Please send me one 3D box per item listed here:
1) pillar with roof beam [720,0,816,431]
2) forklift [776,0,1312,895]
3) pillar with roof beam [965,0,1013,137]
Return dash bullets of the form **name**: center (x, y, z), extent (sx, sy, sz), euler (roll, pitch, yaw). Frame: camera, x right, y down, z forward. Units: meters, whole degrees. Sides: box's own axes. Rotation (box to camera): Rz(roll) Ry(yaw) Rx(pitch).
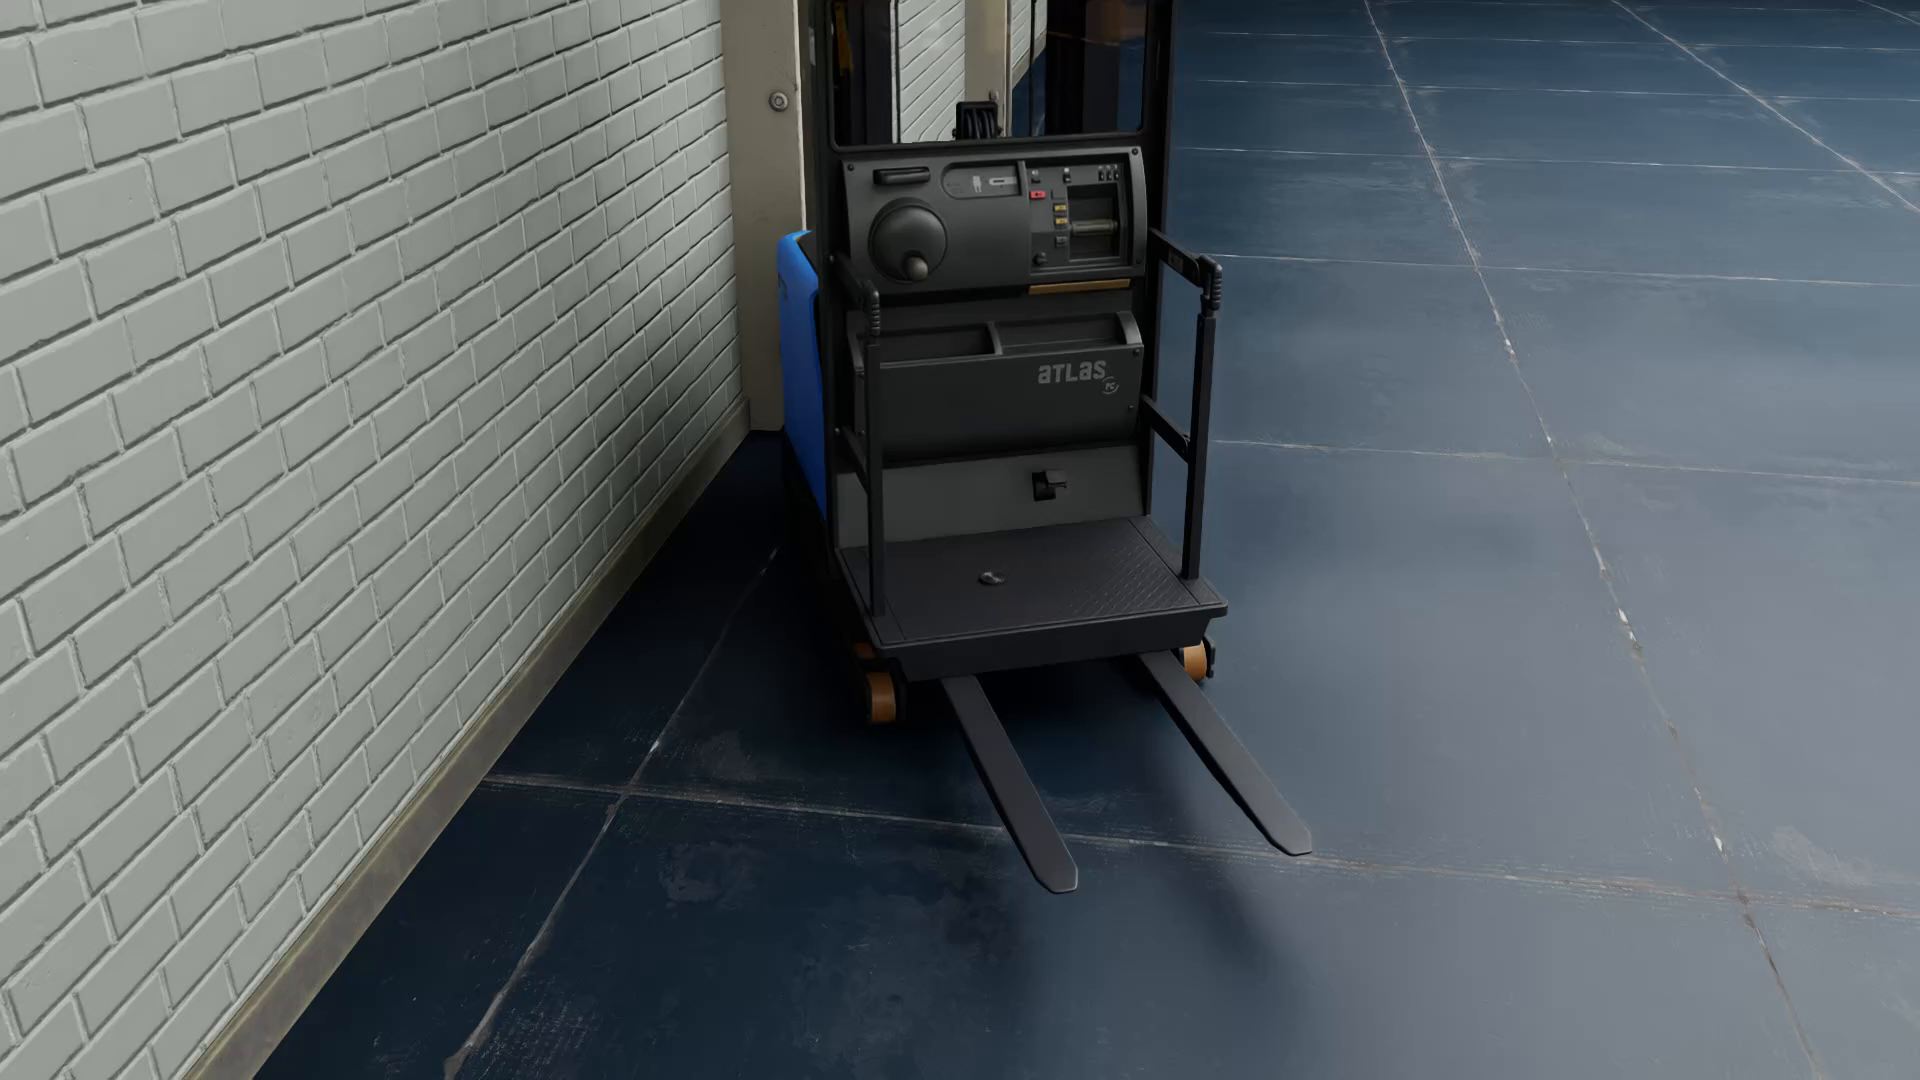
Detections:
- **pillar with roof beam**: center (3.480, -4.337, 4.900), extent (9.100, 9.000, 0.400), euler (4, 25, 9)
- **forklift**: center (0.168, -0.946, 4.814), extent (1.130, 2.935, 3.031), euler (-6, 26, -13)
- **pillar with roof beam**: center (4.460, -6.846, 10.261), extent (9.100, 9.000, 0.400), euler (4, 25, 9)
